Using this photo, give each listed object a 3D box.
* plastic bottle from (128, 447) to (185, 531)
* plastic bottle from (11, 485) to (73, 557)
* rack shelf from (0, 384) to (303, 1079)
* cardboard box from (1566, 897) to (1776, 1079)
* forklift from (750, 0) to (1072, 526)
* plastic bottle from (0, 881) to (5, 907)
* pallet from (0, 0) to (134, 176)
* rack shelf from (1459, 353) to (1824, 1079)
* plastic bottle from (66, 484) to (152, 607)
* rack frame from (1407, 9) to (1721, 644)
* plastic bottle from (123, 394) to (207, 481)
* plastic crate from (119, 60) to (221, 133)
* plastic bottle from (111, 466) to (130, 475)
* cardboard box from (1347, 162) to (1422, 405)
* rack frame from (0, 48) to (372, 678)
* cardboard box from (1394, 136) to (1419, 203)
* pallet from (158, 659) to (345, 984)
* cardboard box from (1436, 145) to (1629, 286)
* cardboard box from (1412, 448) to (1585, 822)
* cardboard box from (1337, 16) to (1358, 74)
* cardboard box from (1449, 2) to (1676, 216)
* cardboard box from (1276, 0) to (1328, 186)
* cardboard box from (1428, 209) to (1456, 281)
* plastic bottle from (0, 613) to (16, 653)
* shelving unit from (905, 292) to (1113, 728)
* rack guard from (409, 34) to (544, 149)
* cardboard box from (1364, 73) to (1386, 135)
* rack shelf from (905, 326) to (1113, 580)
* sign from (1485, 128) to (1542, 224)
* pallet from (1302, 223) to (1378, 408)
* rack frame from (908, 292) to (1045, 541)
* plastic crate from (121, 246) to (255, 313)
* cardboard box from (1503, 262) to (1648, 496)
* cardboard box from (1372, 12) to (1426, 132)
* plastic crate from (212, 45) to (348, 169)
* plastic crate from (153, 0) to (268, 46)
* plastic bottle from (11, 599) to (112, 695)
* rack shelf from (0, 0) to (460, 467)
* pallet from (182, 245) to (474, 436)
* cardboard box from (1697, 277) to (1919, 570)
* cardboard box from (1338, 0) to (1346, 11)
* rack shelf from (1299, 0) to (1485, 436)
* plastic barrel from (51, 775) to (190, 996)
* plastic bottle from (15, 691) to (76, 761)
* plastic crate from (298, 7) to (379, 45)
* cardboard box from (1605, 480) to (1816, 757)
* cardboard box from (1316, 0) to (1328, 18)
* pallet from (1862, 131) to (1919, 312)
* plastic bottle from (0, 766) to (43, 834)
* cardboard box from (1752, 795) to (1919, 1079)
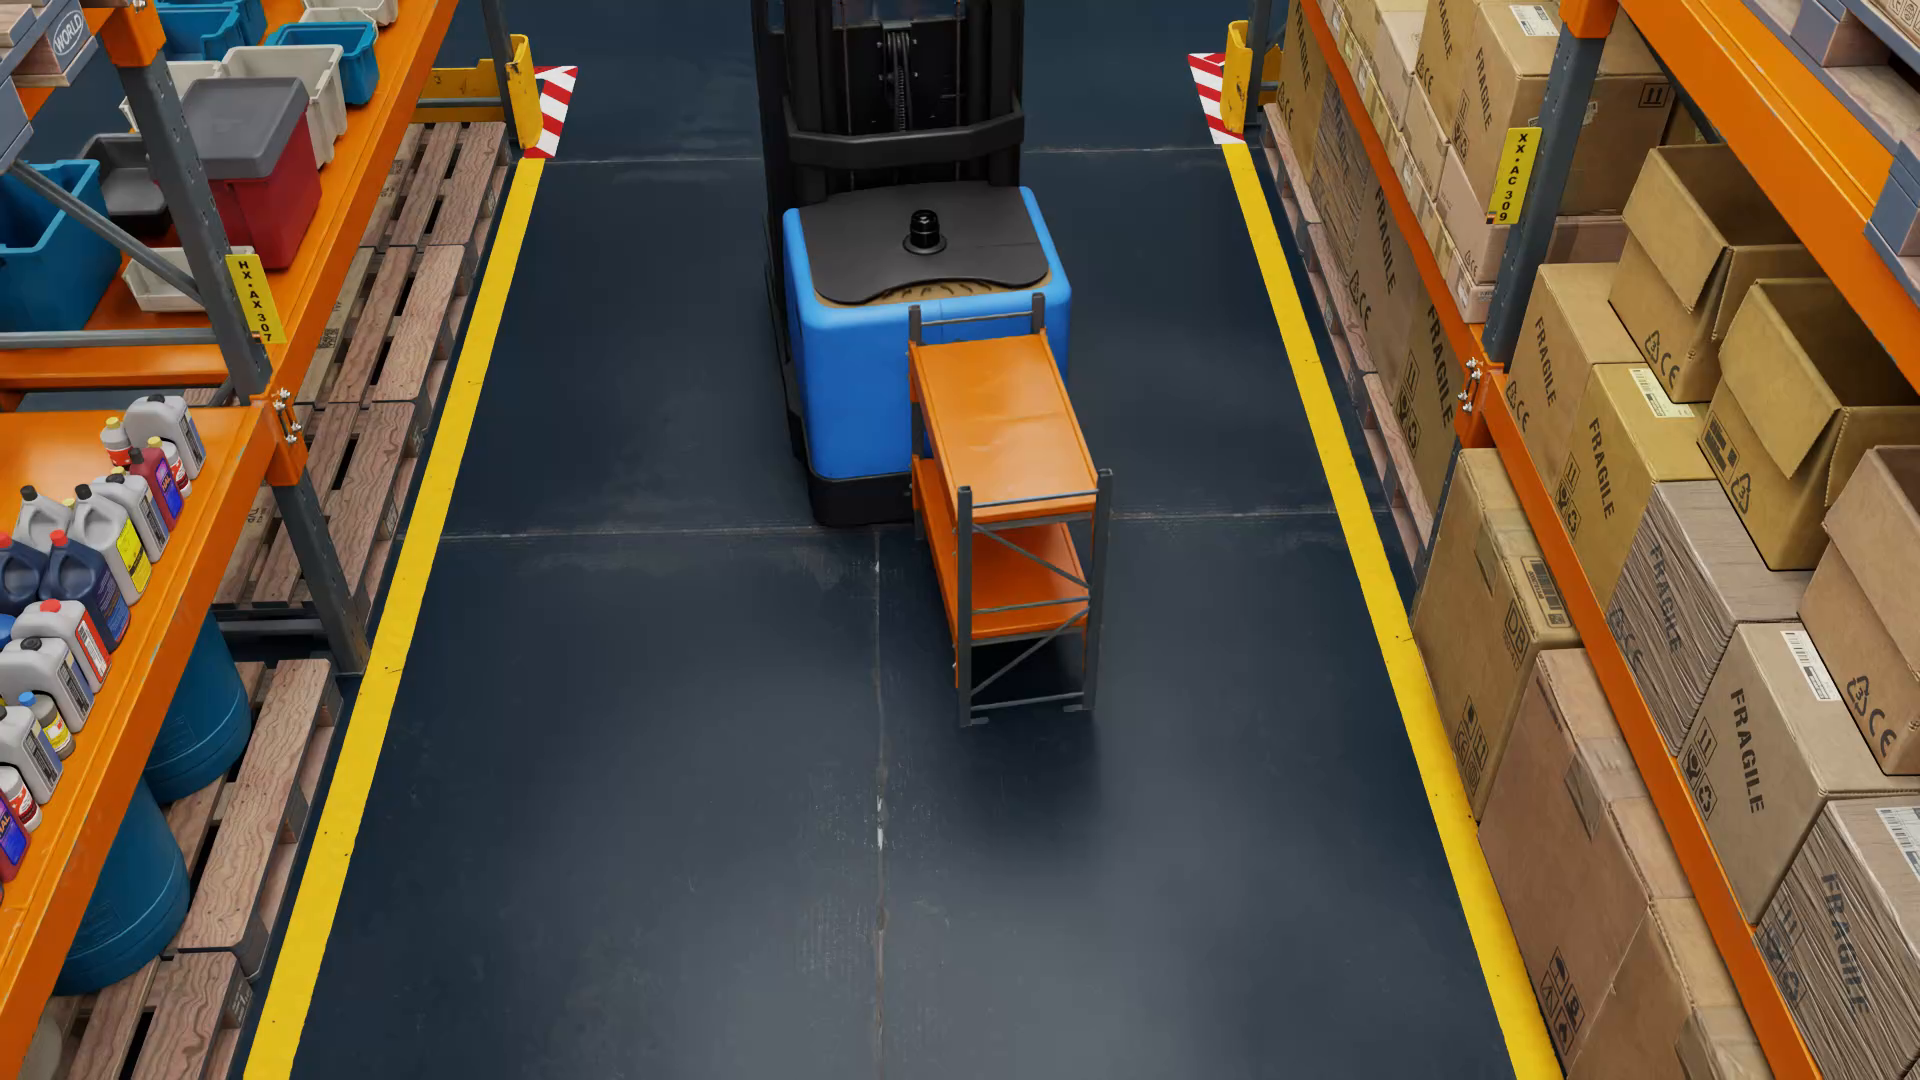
[{"bbox_3d":[-2.326,-0.170,4.802,0.061,0.283,0.133,-2,43,-2],"label":"plastic bottle"},{"bbox_3d":[-2.499,0.009,4.557,0.144,0.351,0.185,-2,43,-2],"label":"plastic bottle"},{"bbox_3d":[-2.636,0.991,3.982,1.077,0.370,4.000,-2,43,-2],"label":"rack shelf"},{"bbox_3d":[2.358,1.494,4.162,1.225,0.875,0.875,-2,43,-2],"label":"cardboard box"},{"bbox_3d":[-0.329,-2.139,6.915,1.130,2.935,3.031,-7,43,-7],"label":"forklift"},{"bbox_3d":[-2.309,0.748,3.750,0.144,0.351,0.185,-2,43,-2],"label":"plastic bottle"},{"bbox_3d":[-2.590,-1.134,3.687,1.213,0.211,1.003,-2,43,-2],"label":"pallet"},{"bbox_3d":[2.312,0.849,4.137,1.077,0.370,4.000,-2,43,-2],"label":"rack shelf"},{"bbox_3d":[-2.355,0.005,4.561,0.144,0.351,0.185,-2,43,-2],"label":"plastic bottle"},{"bbox_3d":[2.227,-0.767,5.367,1.000,3.000,0.127,-2,43,-2],"label":"rack frame"},{"bbox_3d":[-2.382,-0.322,4.973,0.152,0.276,0.135,-2,43,-2],"label":"plastic bottle"},{"bbox_3d":[-3.096,-1.716,6.553,0.293,0.136,0.466,-2,43,-2],"label":"plastic crate"},{"bbox_3d":[-2.404,-0.125,4.814,0.097,0.201,0.097,0,43,0],"label":"plastic bottle"},{"bbox_3d":[2.241,-1.194,7.094,0.875,0.875,0.875,-2,43,-2],"label":"cardboard box"},{"bbox_3d":[-2.721,-0.625,5.211,1.000,3.000,0.127,-2,43,-2],"label":"rack frame"},{"bbox_3d":[1.854,-1.391,6.234,0.380,0.149,0.250,-1,43,-1],"label":"cardboard box"},{"bbox_3d":[-2.730,0.925,5.584,1.003,0.211,1.213,-2,43,-2],"label":"pallet"},{"bbox_3d":[1.946,-1.112,5.634,0.500,0.250,0.500,-2,43,-3],"label":"cardboard box"},{"bbox_3d":[2.274,0.293,5.472,1.225,0.875,0.875,-2,43,-2],"label":"cardboard box"},{"bbox_3d":[1.809,-2.087,6.993,0.380,0.149,0.250,-3,43,-3],"label":"cardboard box"},{"bbox_3d":[1.940,-1.400,5.394,0.500,0.500,0.500,-1,43,-1],"label":"cardboard box"},{"bbox_3d":[2.164,-2.409,8.420,0.875,0.875,0.875,-2,43,-2],"label":"cardboard box"},{"bbox_3d":[1.876,-1.045,5.856,0.380,0.149,0.250,-1,43,-1],"label":"cardboard box"},{"bbox_3d":[-2.469,0.283,4.317,0.097,0.271,0.097,0,43,0],"label":"plastic bottle"},{"bbox_3d":[0.151,-0.113,6.041,0.538,1.125,1.048,-7,43,-7],"label":"shelving unit"},{"bbox_3d":[-2.905,-2.419,9.019,1.175,0.500,0.348,-2,43,-2],"label":"rack guard"},{"bbox_3d":[1.832,-1.738,6.612,0.380,0.149,0.250,-2,43,-2],"label":"cardboard box"},{"bbox_3d":[0.151,-0.329,5.843,0.538,0.278,1.000,-7,43,-7],"label":"rack shelf"},{"bbox_3d":[1.673,-1.098,5.029,0.100,0.325,0.005,-2,43,-2],"label":"sign"},{"bbox_3d":[2.218,-1.080,7.772,1.003,0.211,1.213,-2,43,-2],"label":"pallet"},{"bbox_3d":[0.062,-0.451,6.410,0.500,1.125,0.032,-7,43,-7],"label":"rack frame"},{"bbox_3d":[-2.598,-0.868,5.628,0.396,0.136,0.243,-2,43,-2],"label":"plastic crate"},{"bbox_3d":[1.997,-0.486,4.986,0.500,0.500,0.500,-2,43,-2],"label":"cardboard box"},{"bbox_3d":[1.900,-1.805,6.391,0.500,0.250,0.500,-1,43,-1],"label":"cardboard box"},{"bbox_3d":[-2.602,-1.639,6.362,0.437,0.282,0.530,-2,43,-2],"label":"plastic crate"},{"bbox_3d":[-3.154,-2.220,7.032,0.416,0.233,0.300,-2,43,-2],"label":"plastic crate"},{"bbox_3d":[-2.345,0.265,4.333,0.152,0.276,0.135,-2,43,-2],"label":"plastic bottle"},{"bbox_3d":[-2.806,-1.710,6.928,1.077,0.370,4.000,-2,43,-2],"label":"rack shelf"},{"bbox_3d":[-2.846,-0.918,7.595,1.003,0.211,1.213,-2,43,-2],"label":"pallet"},{"bbox_3d":[2.280,-0.279,4.018,0.797,0.503,0.637,-1,43,-1],"label":"cardboard box"},{"bbox_3d":[1.854,-2.500,7.148,0.500,0.250,0.500,-3,43,-3],"label":"cardboard box"},{"bbox_3d":[2.142,-1.852,7.083,1.077,0.370,4.000,-2,43,-2],"label":"rack shelf"},{"bbox_3d":[-2.685,0.840,4.856,0.600,0.901,0.708,-2,43,-2],"label":"plastic barrel"},{"bbox_3d":[-2.307,0.461,4.174,0.097,0.201,0.097,0,43,0],"label":"plastic bottle"},{"bbox_3d":[-2.610,-2.122,6.996,0.298,0.136,0.250,-2,43,-2],"label":"plastic crate"},{"bbox_3d":[2.040,0.191,4.247,0.500,0.500,0.500,-3,43,-3],"label":"cardboard box"},{"bbox_3d":[1.788,-2.432,7.369,0.380,0.149,0.250,-2,43,-3],"label":"cardboard box"},{"bbox_3d":[2.266,-0.290,2.767,1.003,0.211,1.213,0,43,0],"label":"pallet"},{"bbox_3d":[-2.297,0.617,4.003,0.097,0.201,0.097,0,43,0],"label":"plastic bottle"},{"bbox_3d":[2.088,0.884,3.492,0.500,0.500,0.500,-3,43,-3],"label":"cardboard box"}]
